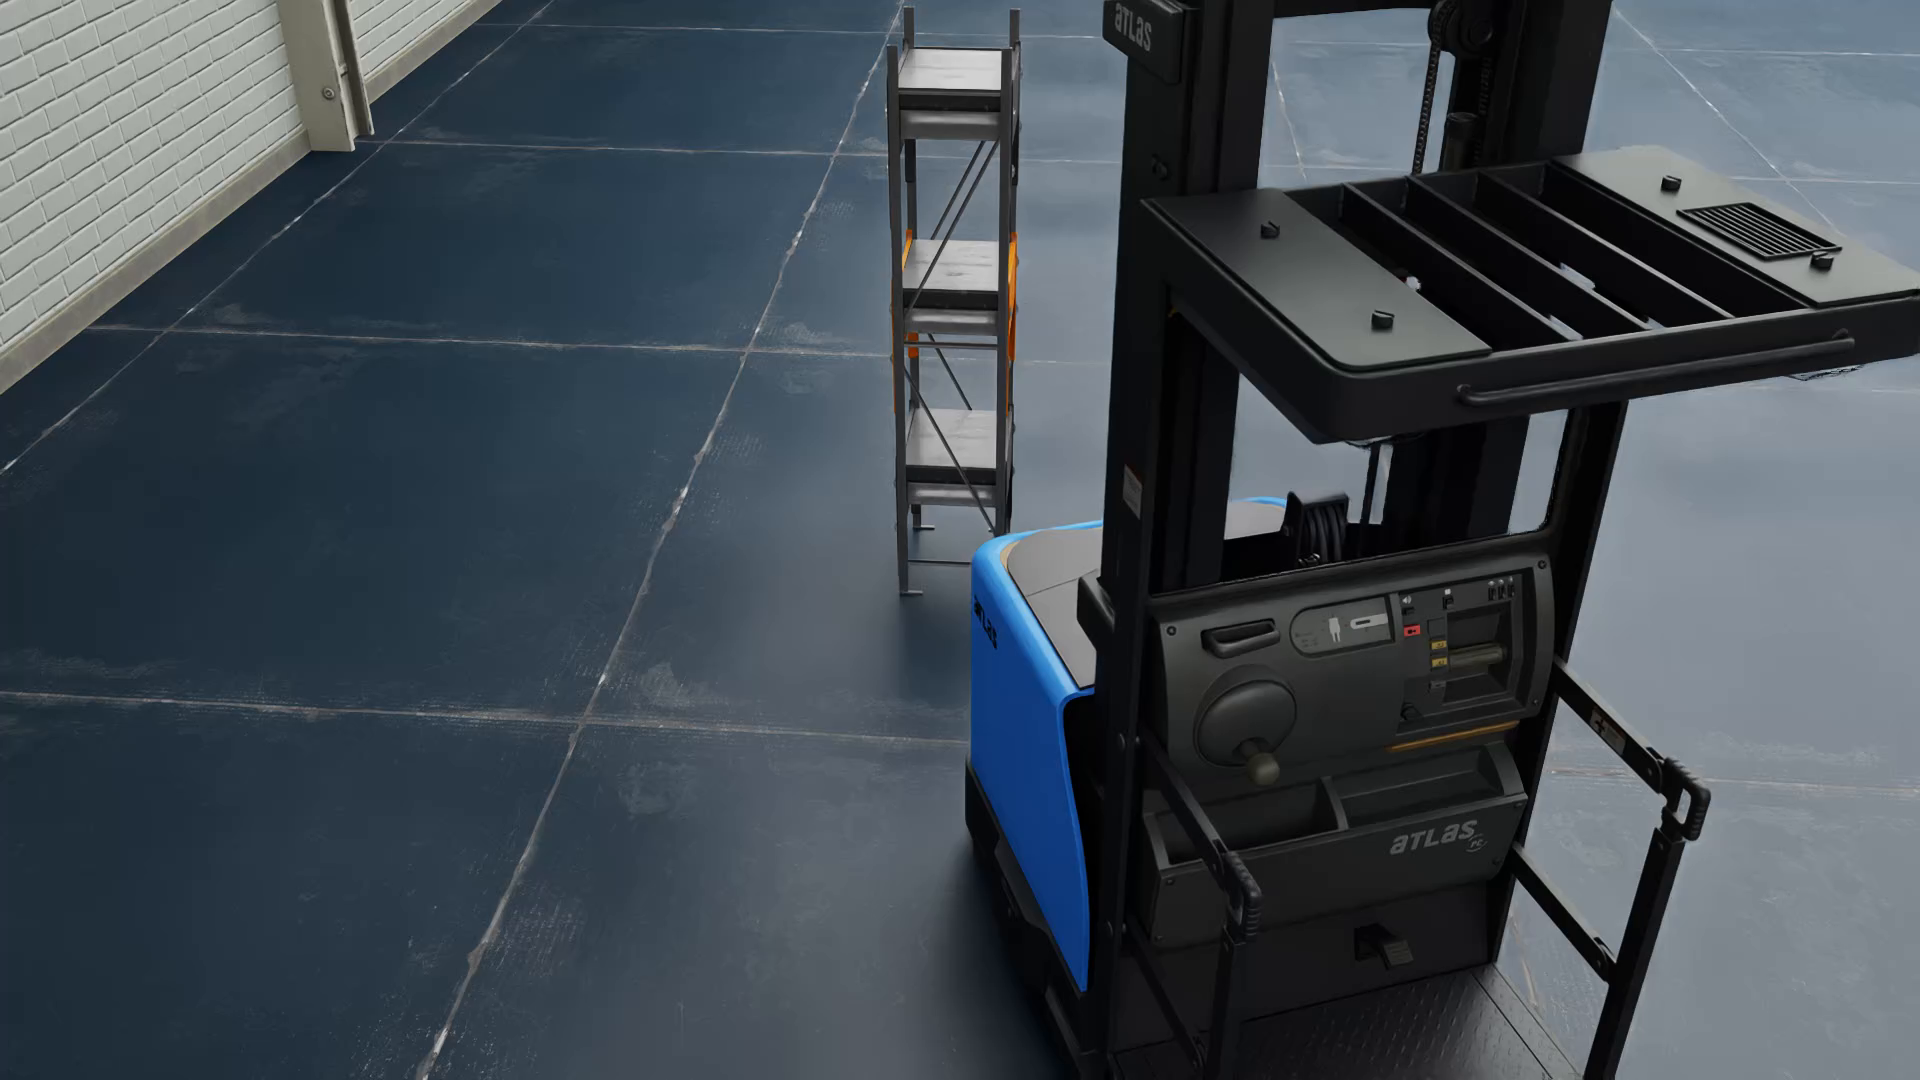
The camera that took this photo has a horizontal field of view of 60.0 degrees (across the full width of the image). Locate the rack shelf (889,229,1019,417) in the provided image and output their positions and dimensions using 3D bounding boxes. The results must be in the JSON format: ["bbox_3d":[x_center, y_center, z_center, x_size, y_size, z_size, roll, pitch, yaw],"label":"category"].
[{"bbox_3d":[-0.013,-0.796,6.066,0.431,0.518,0.480,2,32,4],"label":"rack shelf"}]

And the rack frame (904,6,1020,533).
[{"bbox_3d":[0.006,-0.935,6.266,0.400,2.100,0.015,2,32,4],"label":"rack frame"}]

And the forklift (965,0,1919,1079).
[{"bbox_3d":[0.931,0.329,3.422,1.130,2.935,3.031,-9,33,-14],"label":"forklift"}]

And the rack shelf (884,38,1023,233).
[{"bbox_3d":[-0.014,-1.392,5.699,0.431,0.518,0.480,2,32,4],"label":"rack shelf"}]

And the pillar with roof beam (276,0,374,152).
[{"bbox_3d":[0.177,-6.298,8.392,9.100,9.000,0.400,2,32,4],"label":"pillar with roof beam"}]

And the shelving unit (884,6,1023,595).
[{"bbox_3d":[-0.013,-0.807,6.059,0.431,2.100,0.503,2,32,4],"label":"shelving unit"}]

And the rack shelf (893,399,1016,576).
[{"bbox_3d":[-0.013,-0.200,6.433,0.431,0.518,0.480,2,32,4],"label":"rack shelf"}]

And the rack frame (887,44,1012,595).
[{"bbox_3d":[-0.033,-0.680,5.852,0.400,2.100,0.015,2,32,4],"label":"rack frame"}]
